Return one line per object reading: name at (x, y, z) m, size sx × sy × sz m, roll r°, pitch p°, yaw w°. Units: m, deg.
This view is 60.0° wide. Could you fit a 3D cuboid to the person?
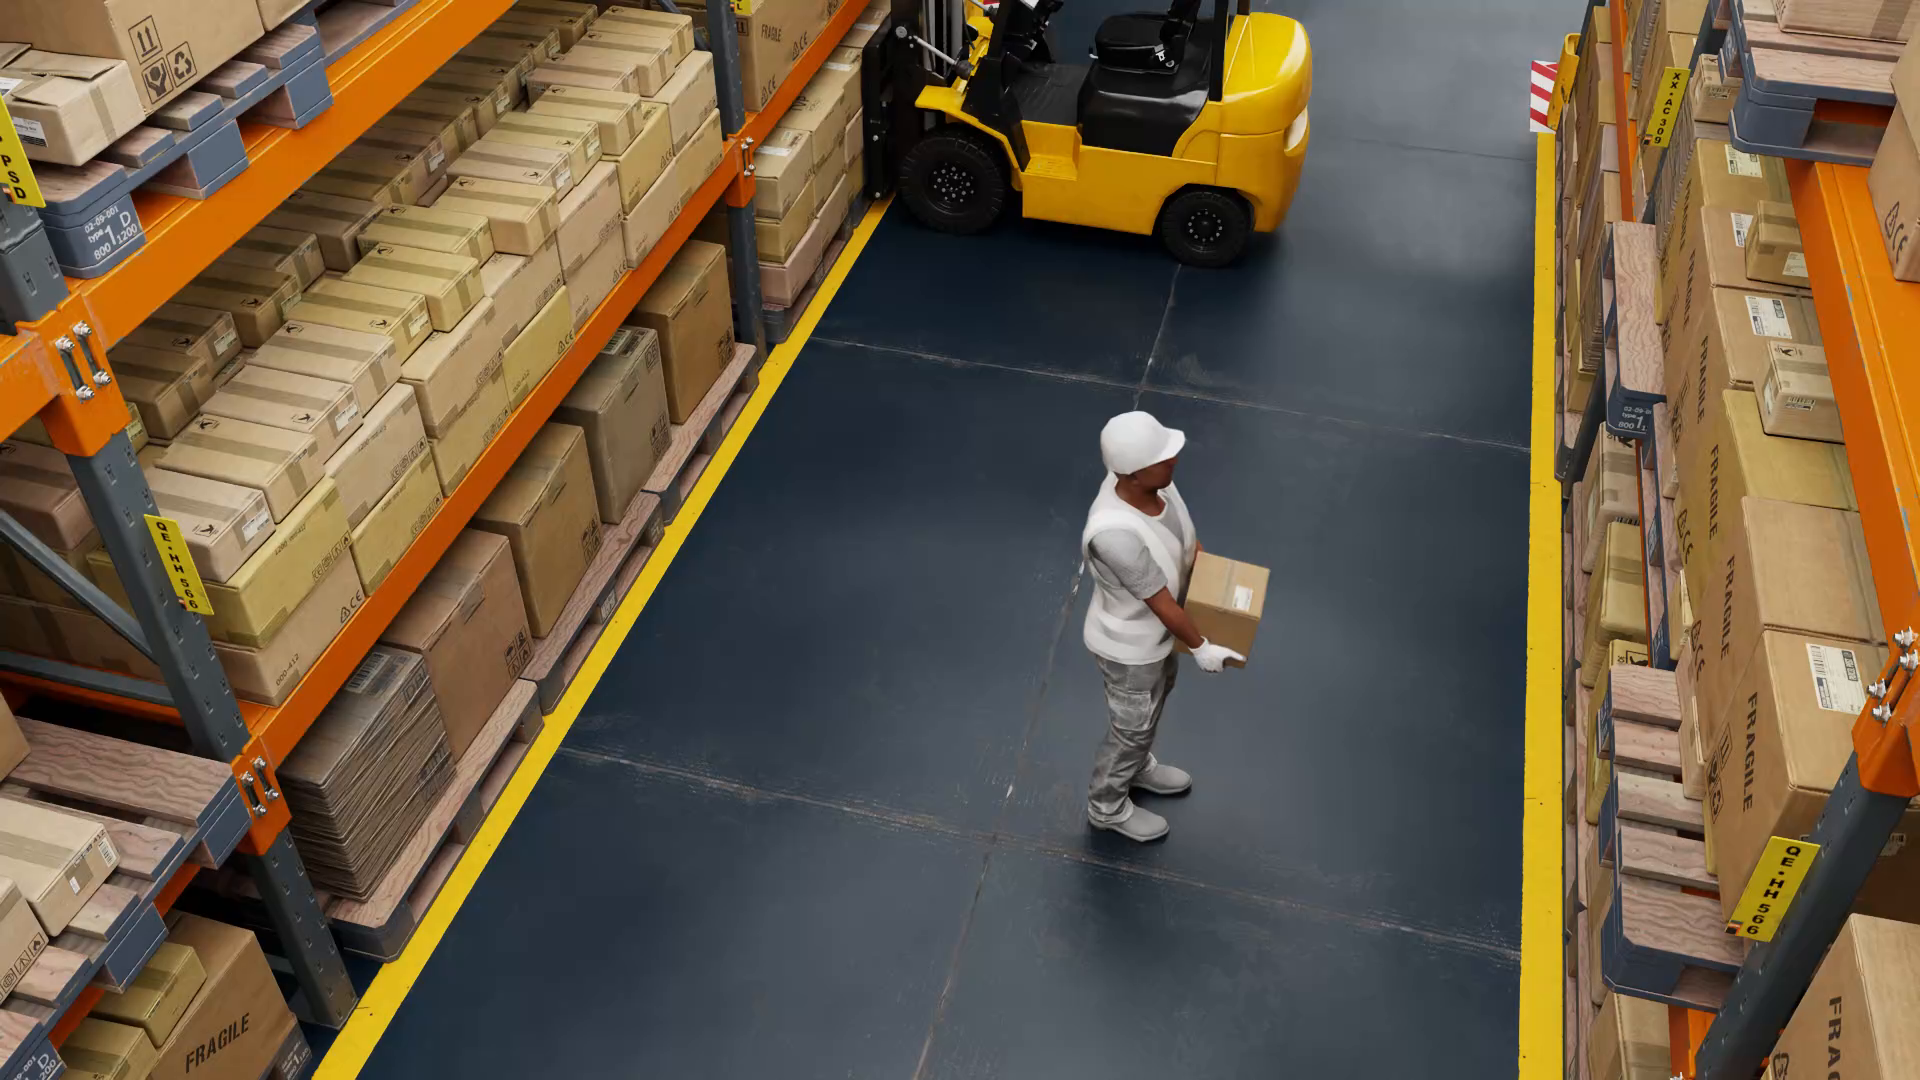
person at (0.715, 0.318, 5.776) m, size 0.584 × 1.778 × 0.487 m, roll 10°, pitch 42°, yaw 12°
